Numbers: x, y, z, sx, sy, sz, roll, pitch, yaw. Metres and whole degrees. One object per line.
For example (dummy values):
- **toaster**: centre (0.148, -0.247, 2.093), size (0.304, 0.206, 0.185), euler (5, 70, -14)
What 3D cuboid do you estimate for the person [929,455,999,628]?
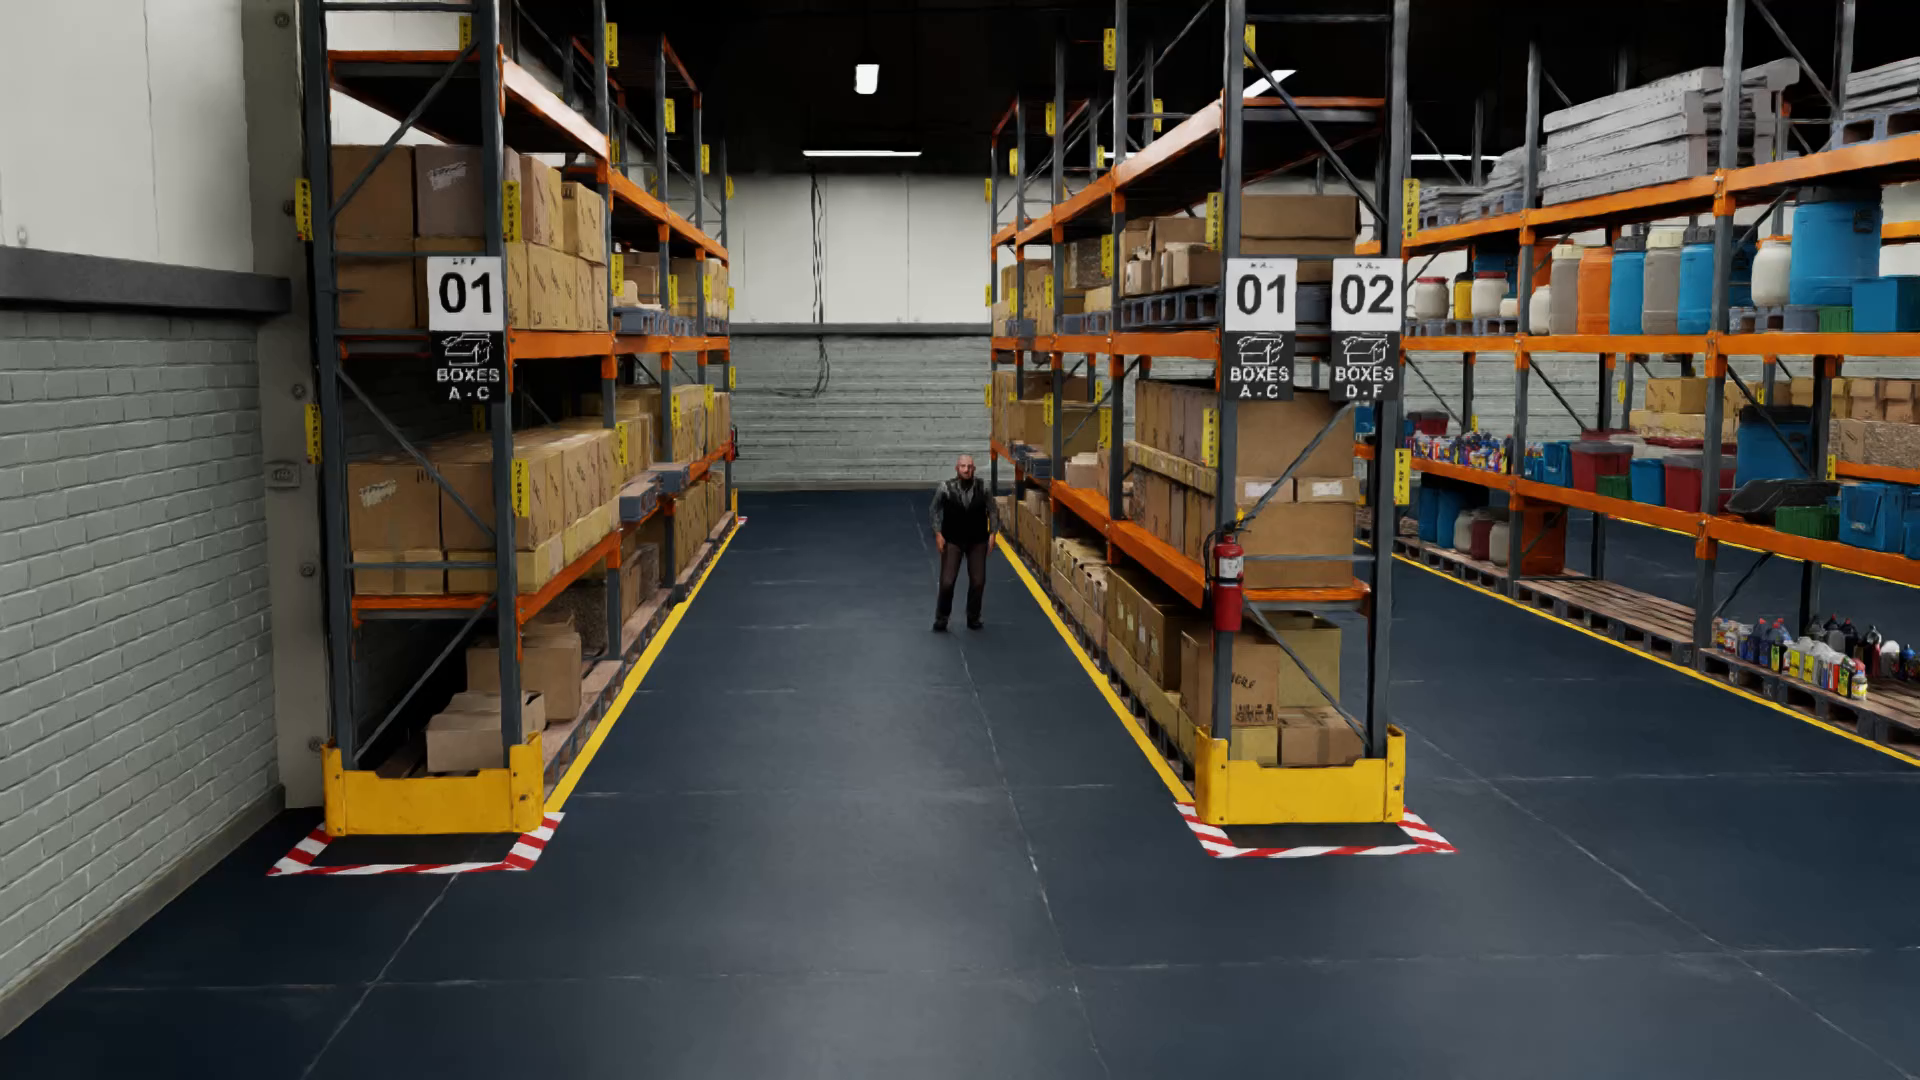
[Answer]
- **person**: centre (0.037, 0.018, 15.845), size (0.673, 1.682, 0.509), euler (-1, 7, -5)
